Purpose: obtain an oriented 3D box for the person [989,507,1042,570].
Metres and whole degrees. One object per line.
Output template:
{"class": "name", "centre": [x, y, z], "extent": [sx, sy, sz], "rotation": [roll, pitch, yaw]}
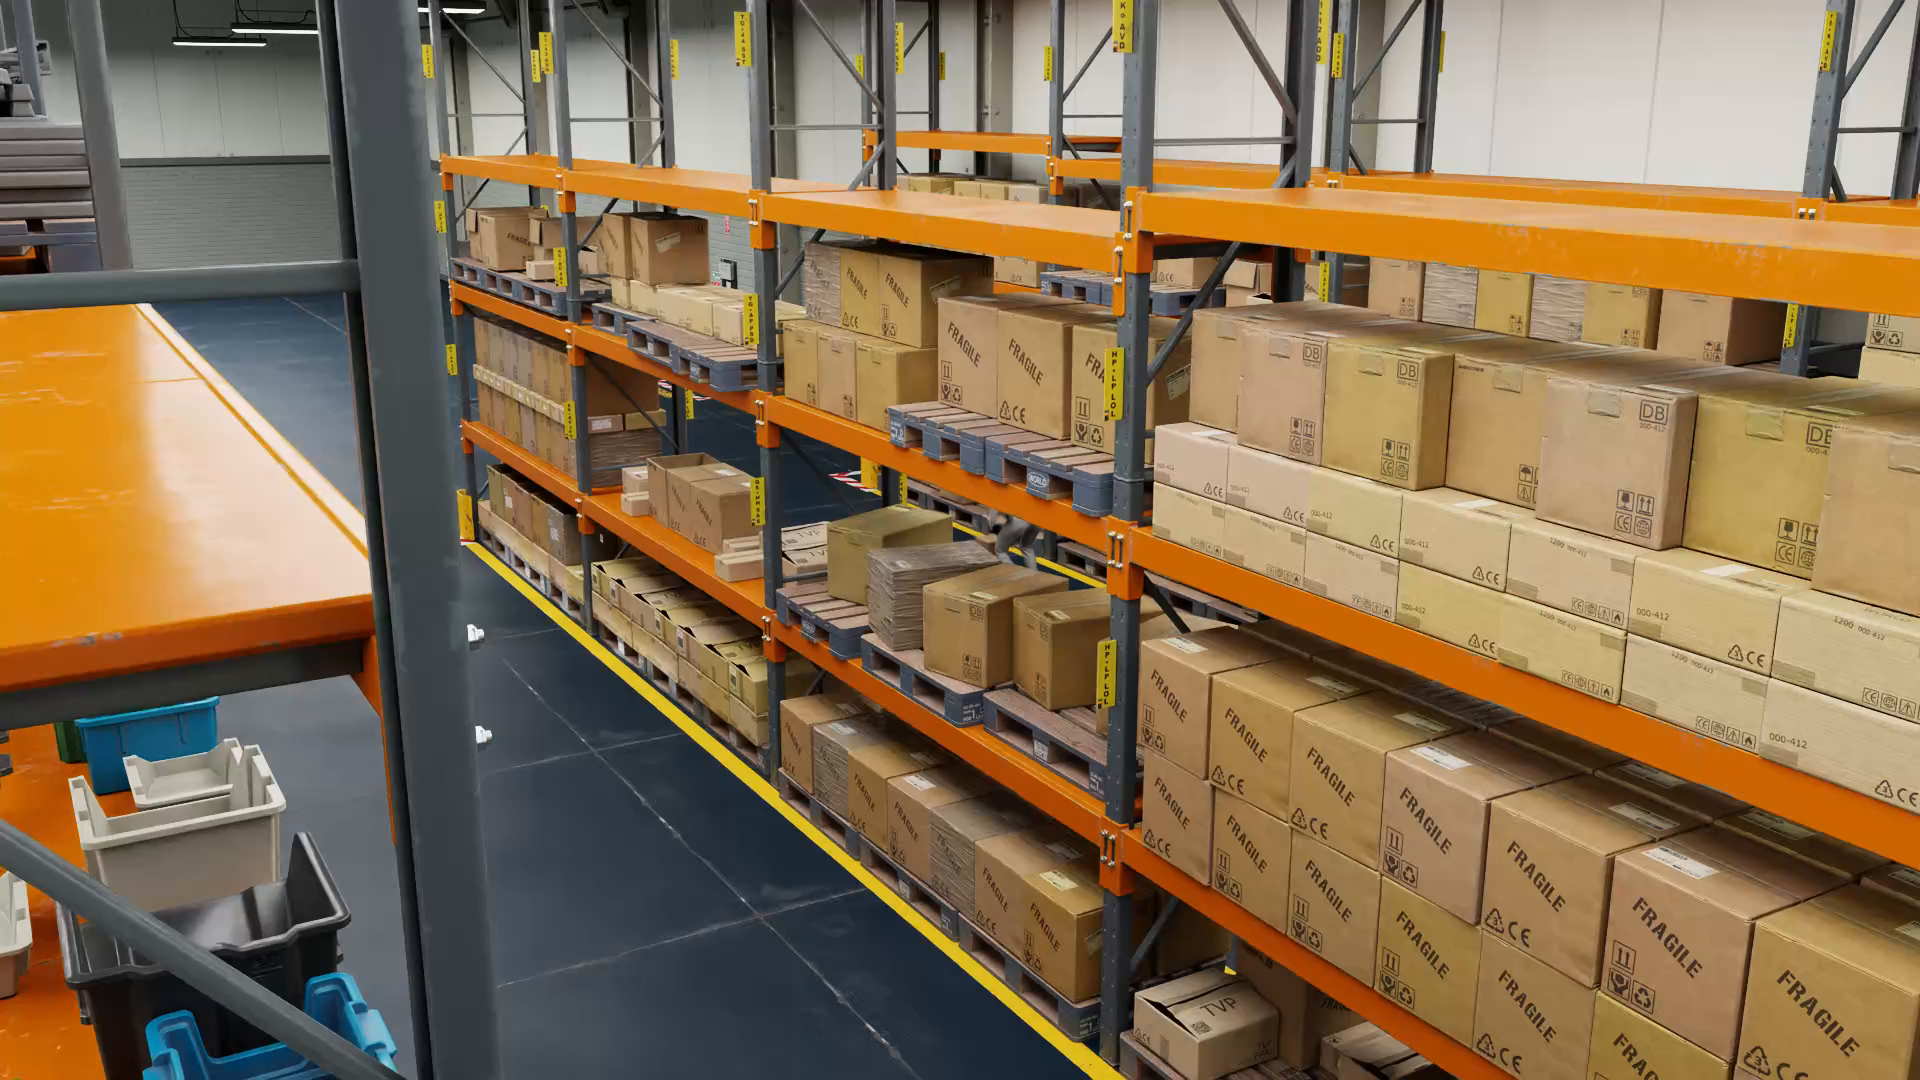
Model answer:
{"class": "person", "centre": [0.530, -0.207, 16.091], "extent": [0.526, 1.522, 0.591], "rotation": [-9, 17, -29]}
